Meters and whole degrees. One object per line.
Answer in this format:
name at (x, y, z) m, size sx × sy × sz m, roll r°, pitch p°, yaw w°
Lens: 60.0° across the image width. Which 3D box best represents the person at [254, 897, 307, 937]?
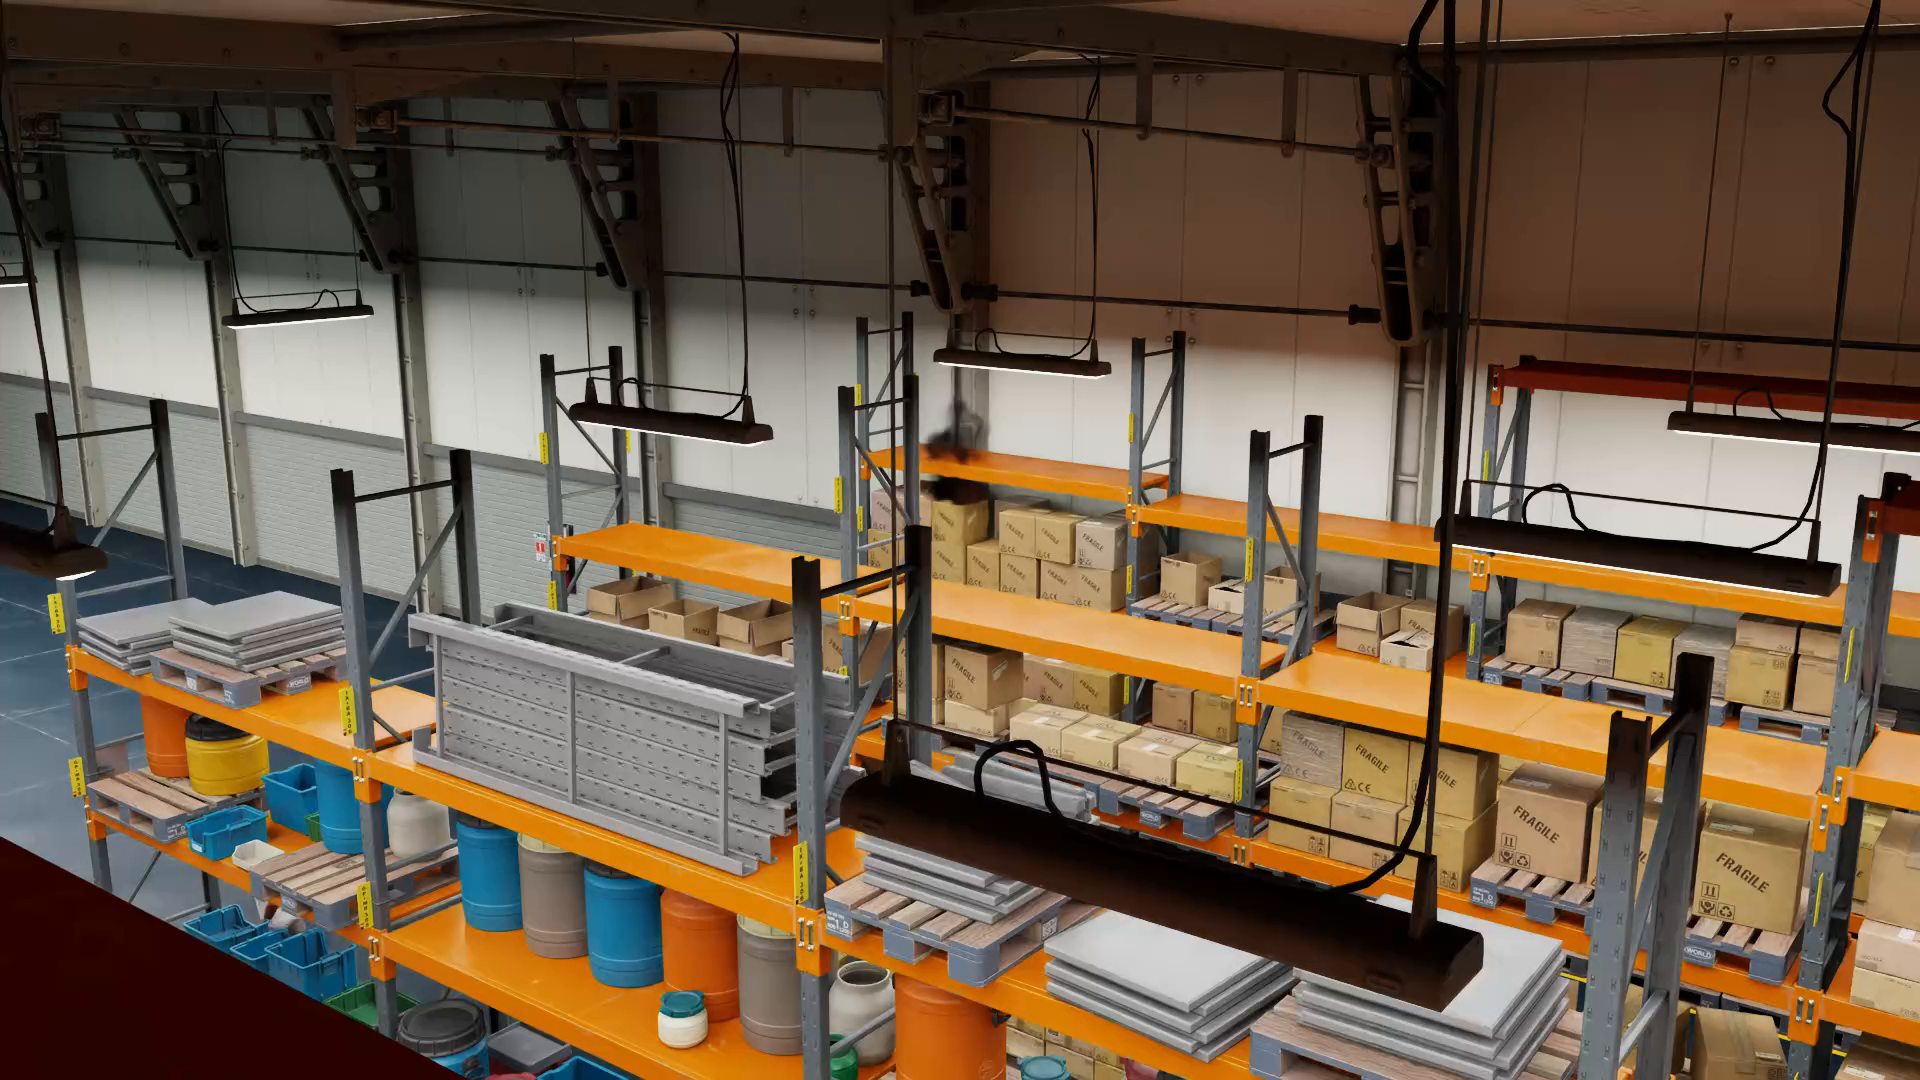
person at (-6.501, 3.605, 15.874) m, size 0.832 × 1.787 × 0.758 m, roll 4°, pitch 14°, yaw 17°
